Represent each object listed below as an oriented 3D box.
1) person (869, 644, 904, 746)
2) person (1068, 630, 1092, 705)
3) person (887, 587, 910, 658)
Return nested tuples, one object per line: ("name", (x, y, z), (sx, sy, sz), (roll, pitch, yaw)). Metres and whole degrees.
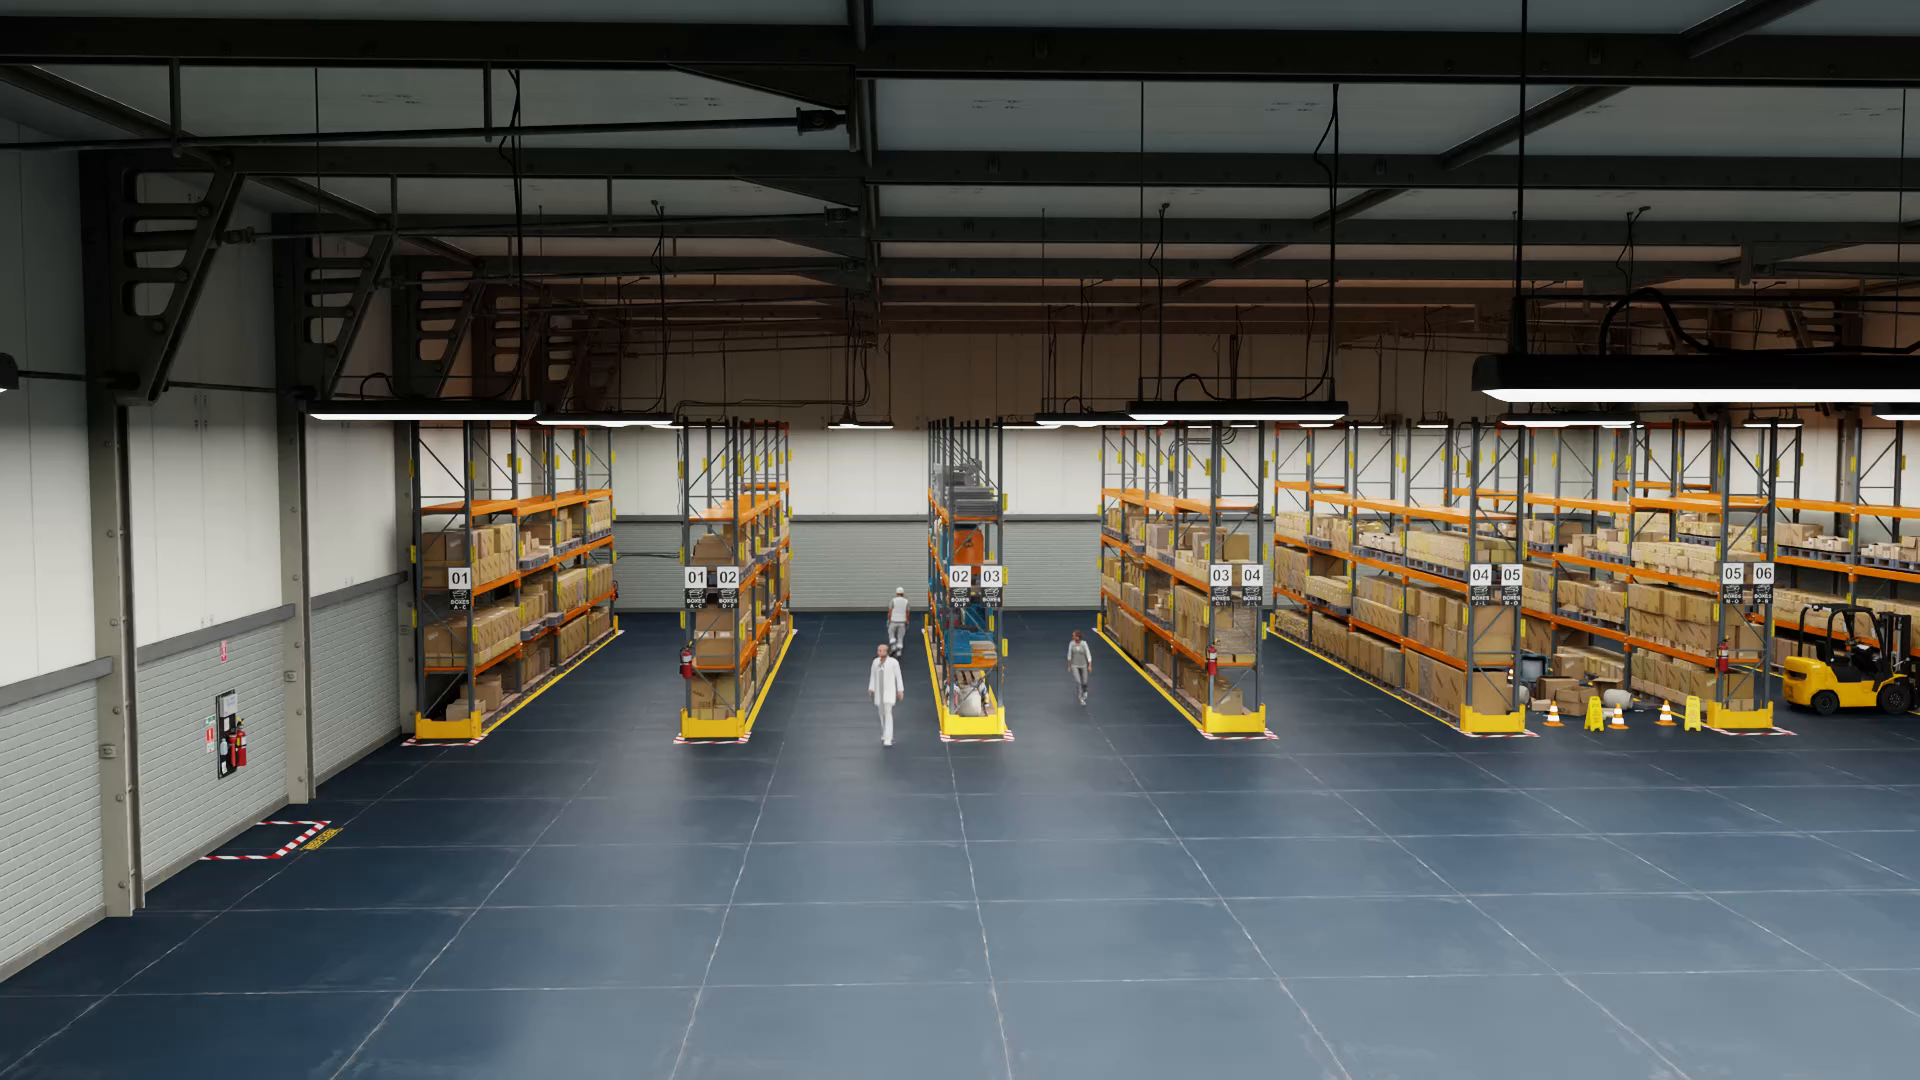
("person", (-1.423, 2.842, 30.688), (0.642, 1.818, 0.685), (2, 4, 31))
("person", (2.514, 2.657, 34.899), (0.499, 1.550, 0.644), (0, 4, 4))
("person", (-1.553, 2.083, 41.966), (0.593, 1.785, 0.461), (0, 4, -5))
